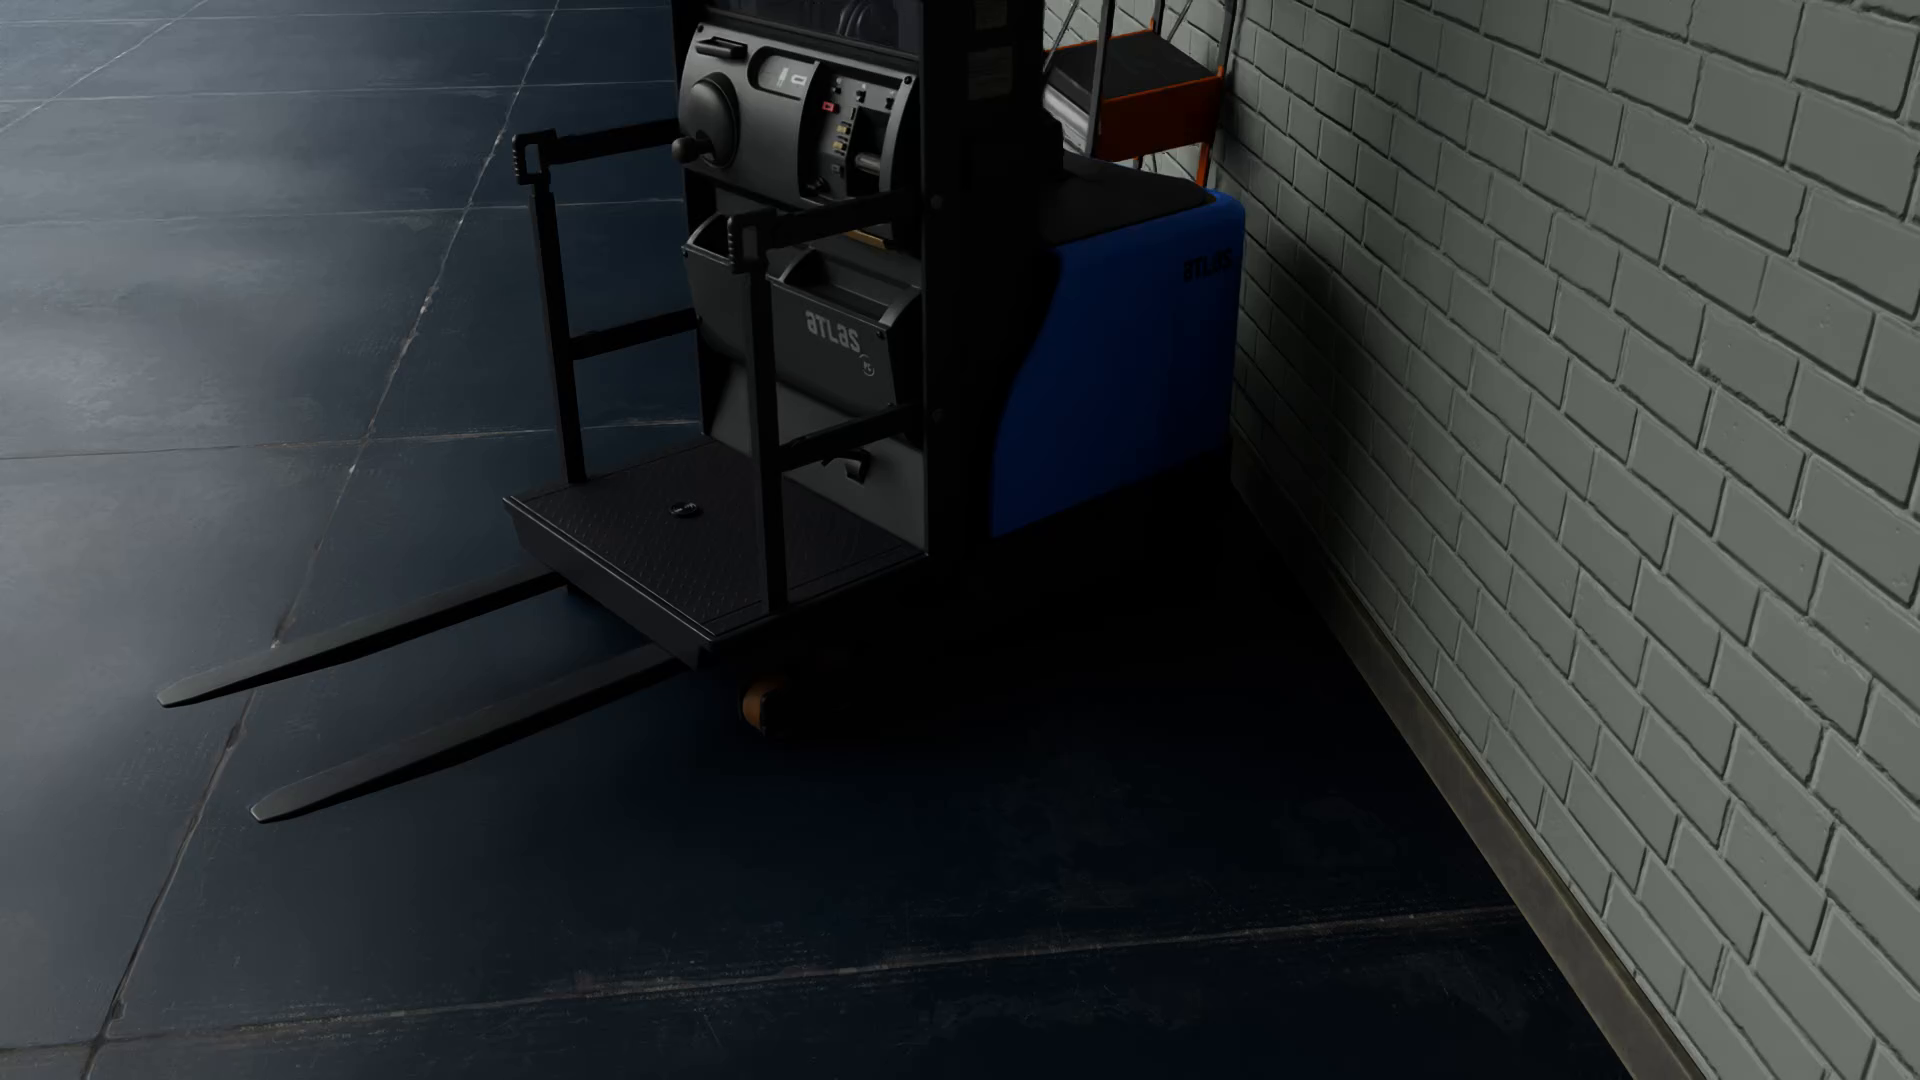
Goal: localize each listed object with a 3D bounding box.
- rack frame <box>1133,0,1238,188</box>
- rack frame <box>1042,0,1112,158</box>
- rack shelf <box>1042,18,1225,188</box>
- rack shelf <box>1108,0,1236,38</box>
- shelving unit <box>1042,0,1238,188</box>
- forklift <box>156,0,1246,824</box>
[{"bbox_3d":[0.748,-1.470,5.686,0.015,2.100,0.400,-19,46,-24],"label":"rack frame"},{"bbox_3d":[0.325,-1.329,5.487,0.015,2.100,0.400,-19,46,-24],"label":"rack frame"},{"bbox_3d":[0.536,-1.389,5.595,0.480,0.518,0.431,-19,46,-24],"label":"rack shelf"},{"bbox_3d":[0.575,-1.917,5.137,0.480,0.518,0.431,-19,46,-24],"label":"rack shelf"},{"bbox_3d":[0.536,-1.400,5.586,0.503,2.100,0.431,-19,46,-24],"label":"shelving unit"},{"bbox_3d":[-0.589,-1.068,4.121,3.031,2.935,1.130,-22,34,-36],"label":"forklift"}]
